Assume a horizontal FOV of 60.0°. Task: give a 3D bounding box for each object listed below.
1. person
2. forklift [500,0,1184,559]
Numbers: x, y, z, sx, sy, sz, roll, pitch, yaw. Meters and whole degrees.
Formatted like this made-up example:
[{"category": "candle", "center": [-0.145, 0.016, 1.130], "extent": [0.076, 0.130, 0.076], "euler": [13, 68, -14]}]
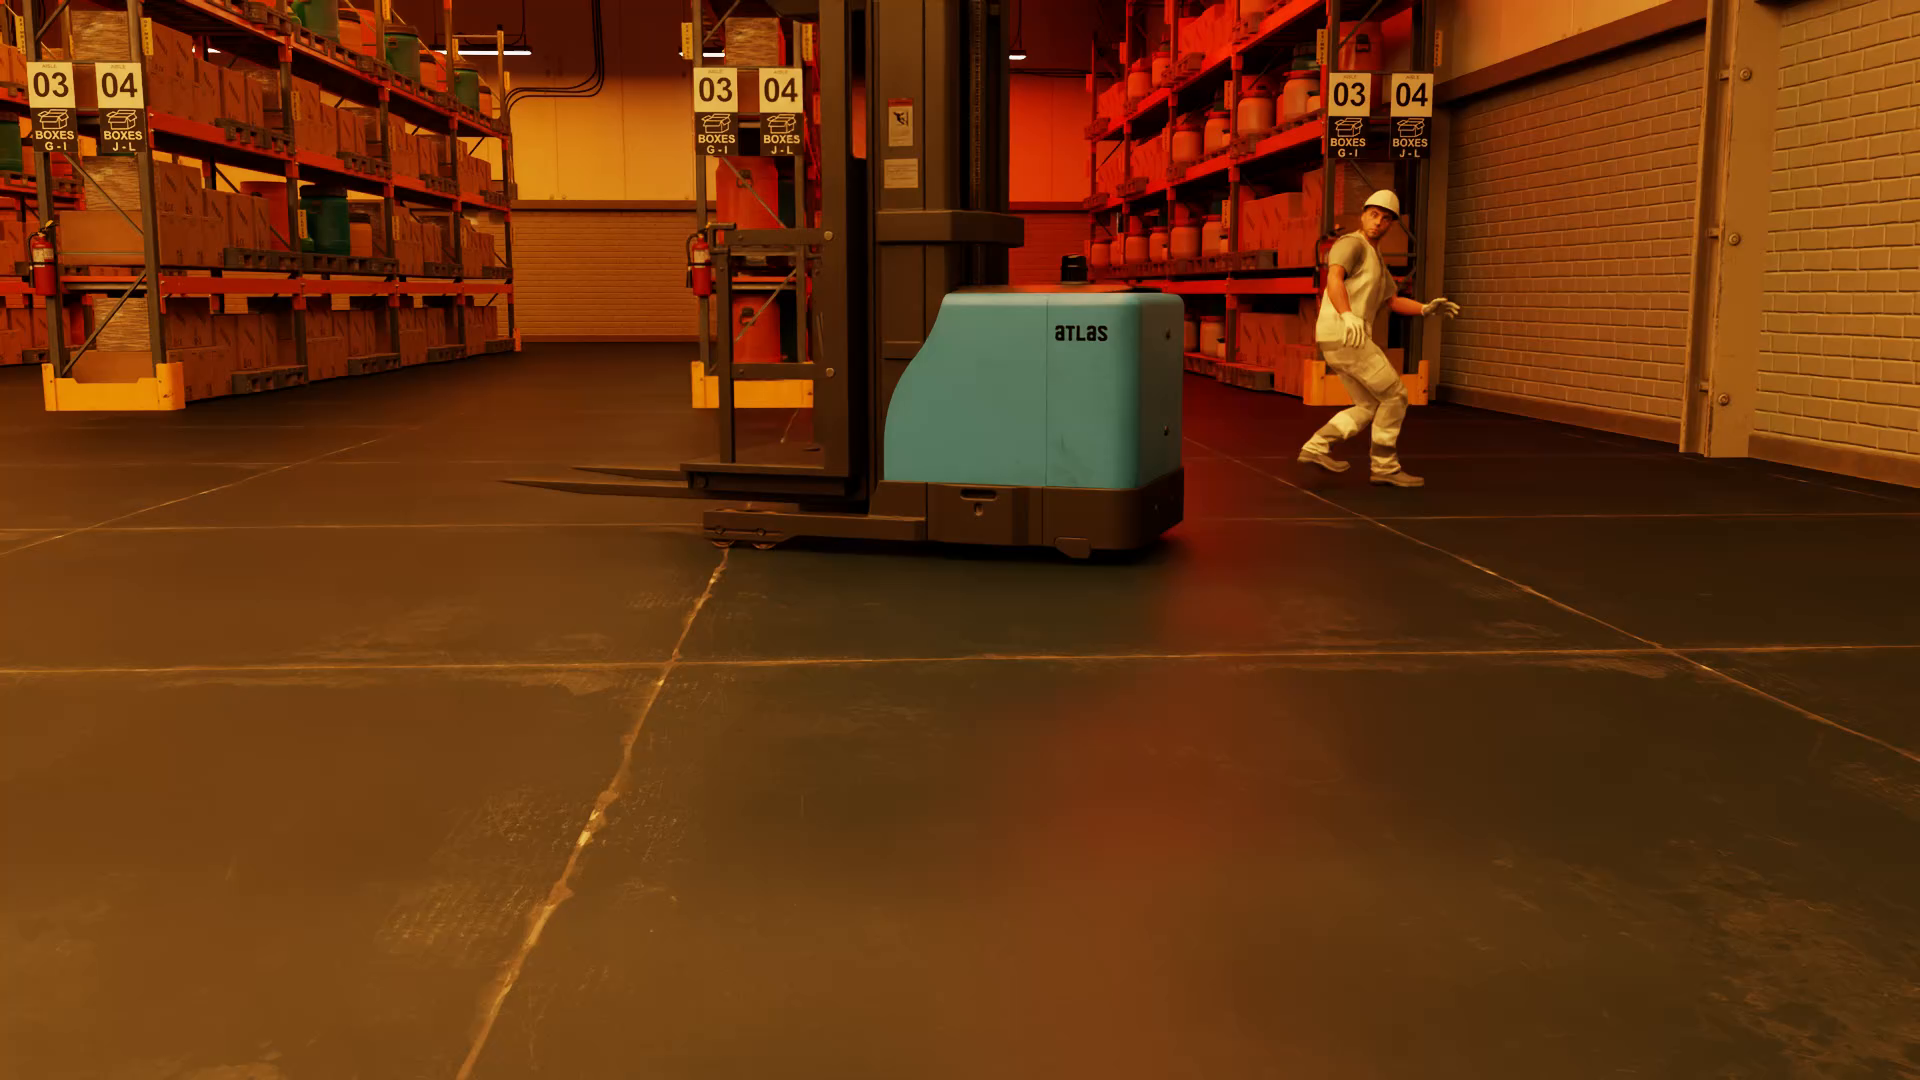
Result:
[{"category": "person", "center": [2.315, -1.104, 9.172], "extent": [0.855, 1.643, 0.894], "euler": [2, 9, 14]}, {"category": "forklift", "center": [-0.578, -1.479, 7.289], "extent": [3.031, 2.935, 1.130], "euler": [3, 9, 19]}]
